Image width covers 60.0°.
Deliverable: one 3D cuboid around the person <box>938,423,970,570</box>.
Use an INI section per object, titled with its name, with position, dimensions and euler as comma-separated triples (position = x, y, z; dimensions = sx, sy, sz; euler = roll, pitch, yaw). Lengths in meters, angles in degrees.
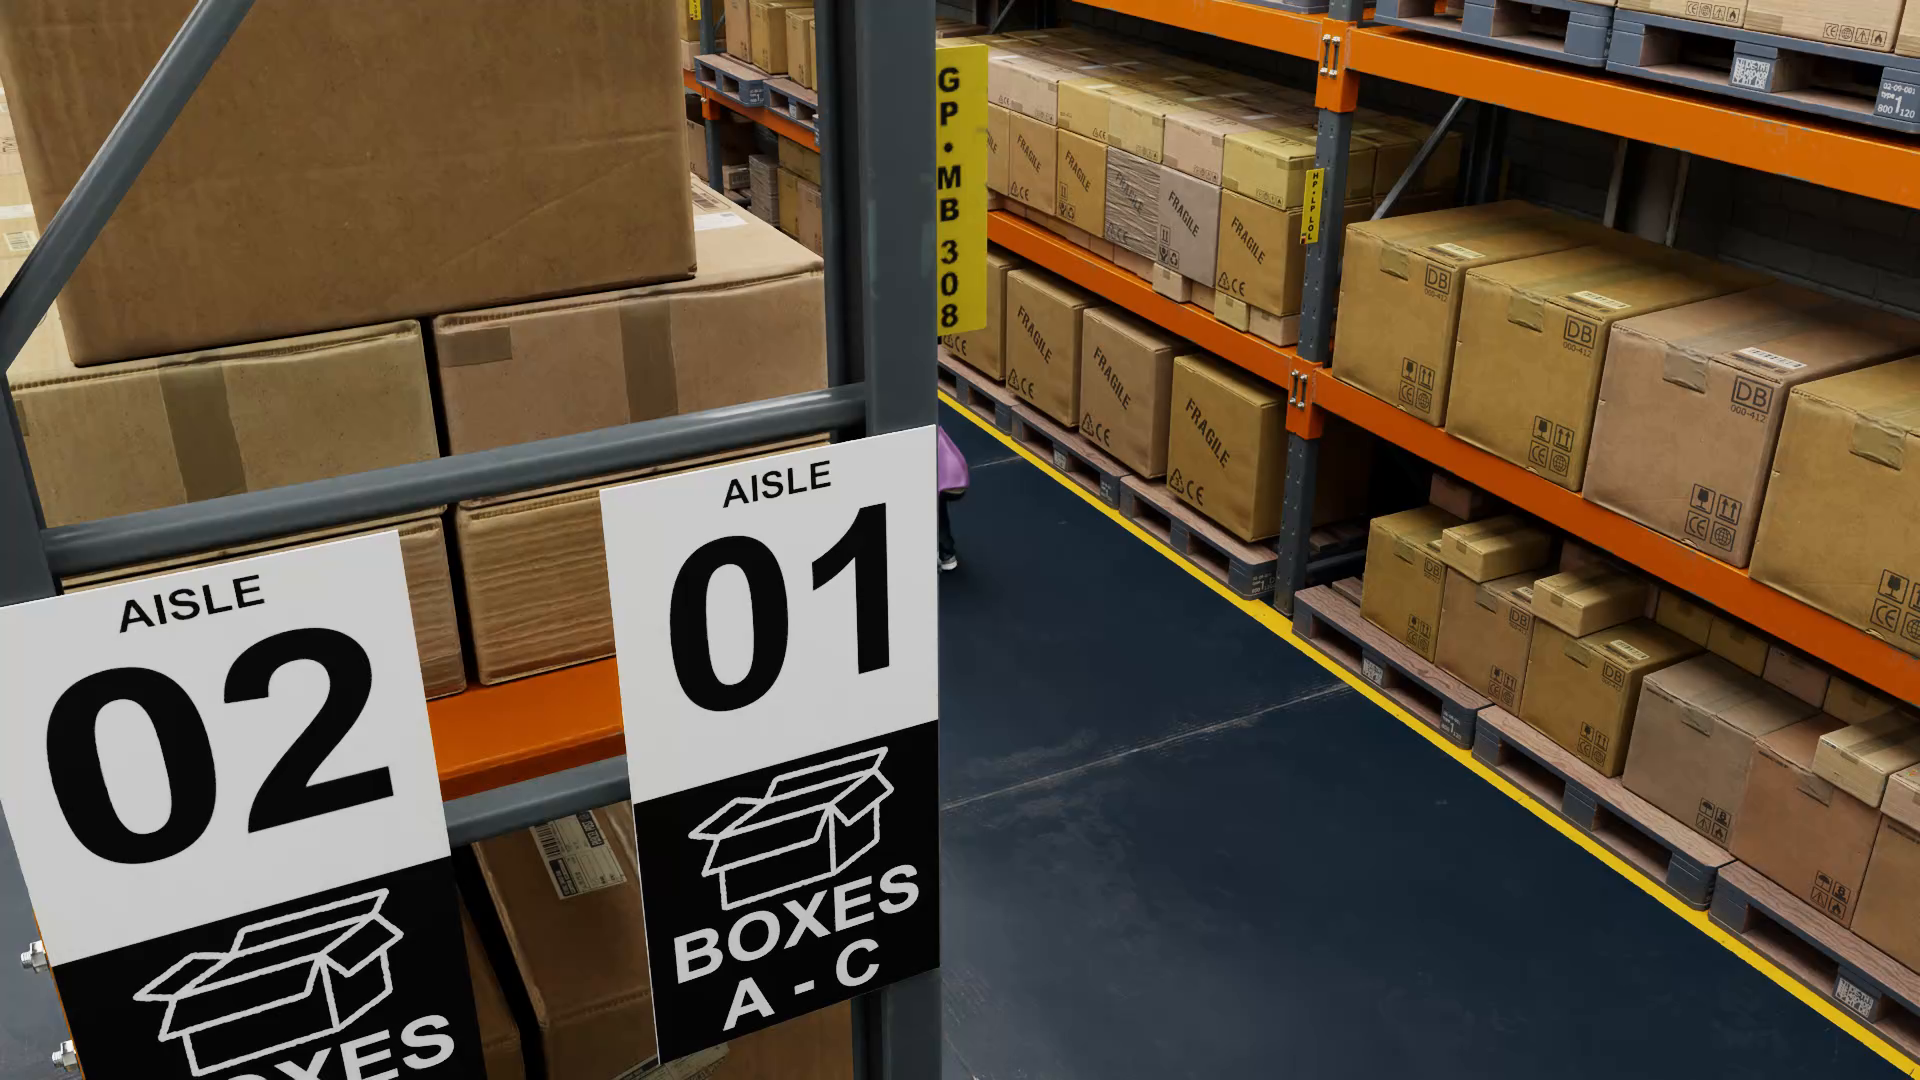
[person]
position = -0.263, -0.303, 8.571
dimensions = 0.426, 0.881, 0.838
euler = -14, 29, -27
